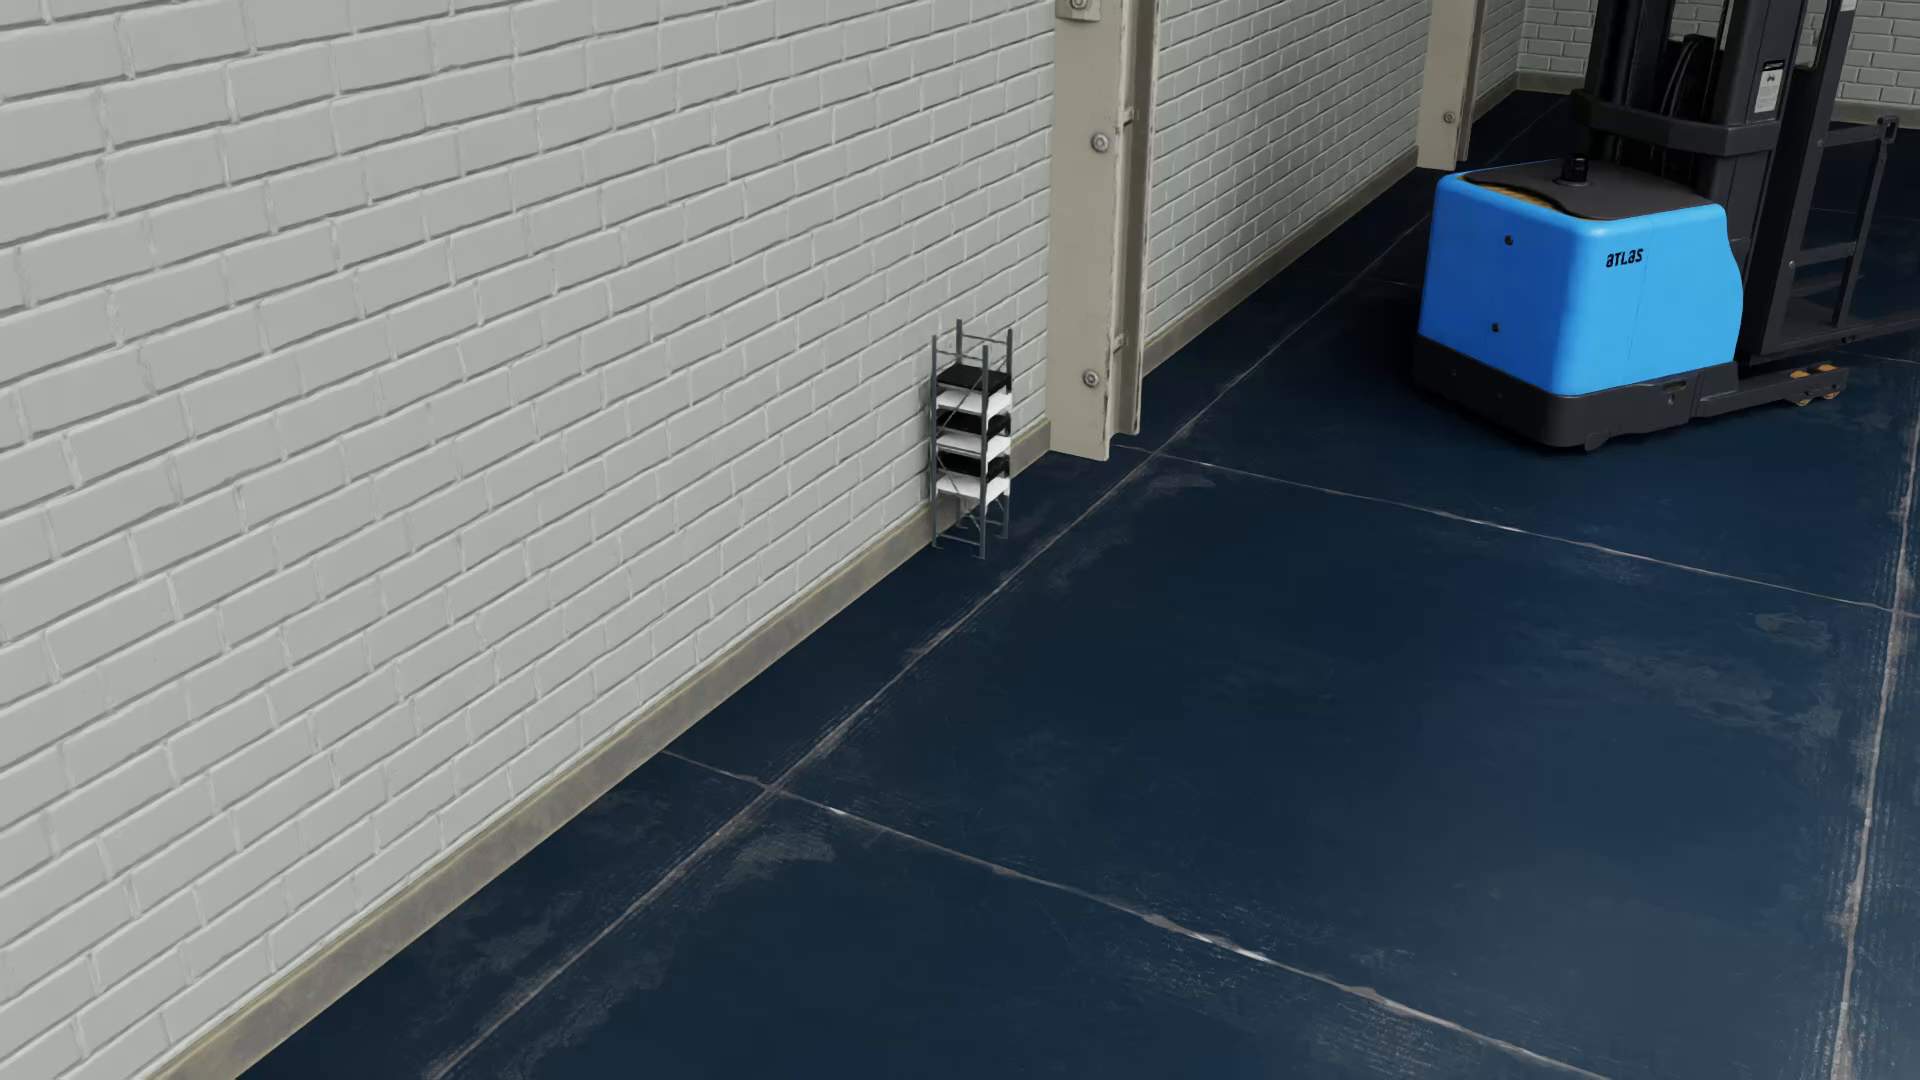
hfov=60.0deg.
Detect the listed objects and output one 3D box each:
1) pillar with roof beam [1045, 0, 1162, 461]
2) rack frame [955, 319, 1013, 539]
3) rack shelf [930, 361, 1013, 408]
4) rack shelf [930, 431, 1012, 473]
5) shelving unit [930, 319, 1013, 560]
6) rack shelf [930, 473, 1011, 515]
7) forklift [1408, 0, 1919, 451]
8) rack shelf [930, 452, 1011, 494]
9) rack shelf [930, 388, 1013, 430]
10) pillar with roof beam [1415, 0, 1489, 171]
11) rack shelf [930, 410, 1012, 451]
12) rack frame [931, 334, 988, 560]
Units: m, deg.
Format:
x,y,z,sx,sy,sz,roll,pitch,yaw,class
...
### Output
x,y,z,sx,sy,sz,roll,pitch,yaw,class
4.357,-3.539,3.767,9.100,9.000,0.400,14,30,26,pillar with roof beam
0.091,-0.430,6.599,0.240,0.900,0.006,14,30,25,rack frame
0.045,-0.601,6.412,0.258,0.077,0.200,14,30,25,rack shelf
0.043,-0.360,6.534,0.258,0.077,0.200,14,30,25,rack shelf
0.043,-0.390,6.519,0.258,0.900,0.210,14,30,25,shelving unit
0.041,-0.200,6.616,0.258,0.077,0.200,14,30,25,rack shelf
3.759,-2.157,7.785,3.031,2.935,1.130,-13,29,-24,forklift
0.042,-0.280,6.575,0.258,0.077,0.200,14,30,25,rack shelf
0.044,-0.520,6.453,0.258,0.077,0.200,14,30,25,rack shelf
7.308,-5.877,8.438,9.100,9.000,0.400,14,30,26,pillar with roof beam
0.043,-0.440,6.493,0.258,0.077,0.200,14,30,25,rack shelf
-0.005,-0.349,6.439,0.240,0.900,0.006,14,30,25,rack frame
